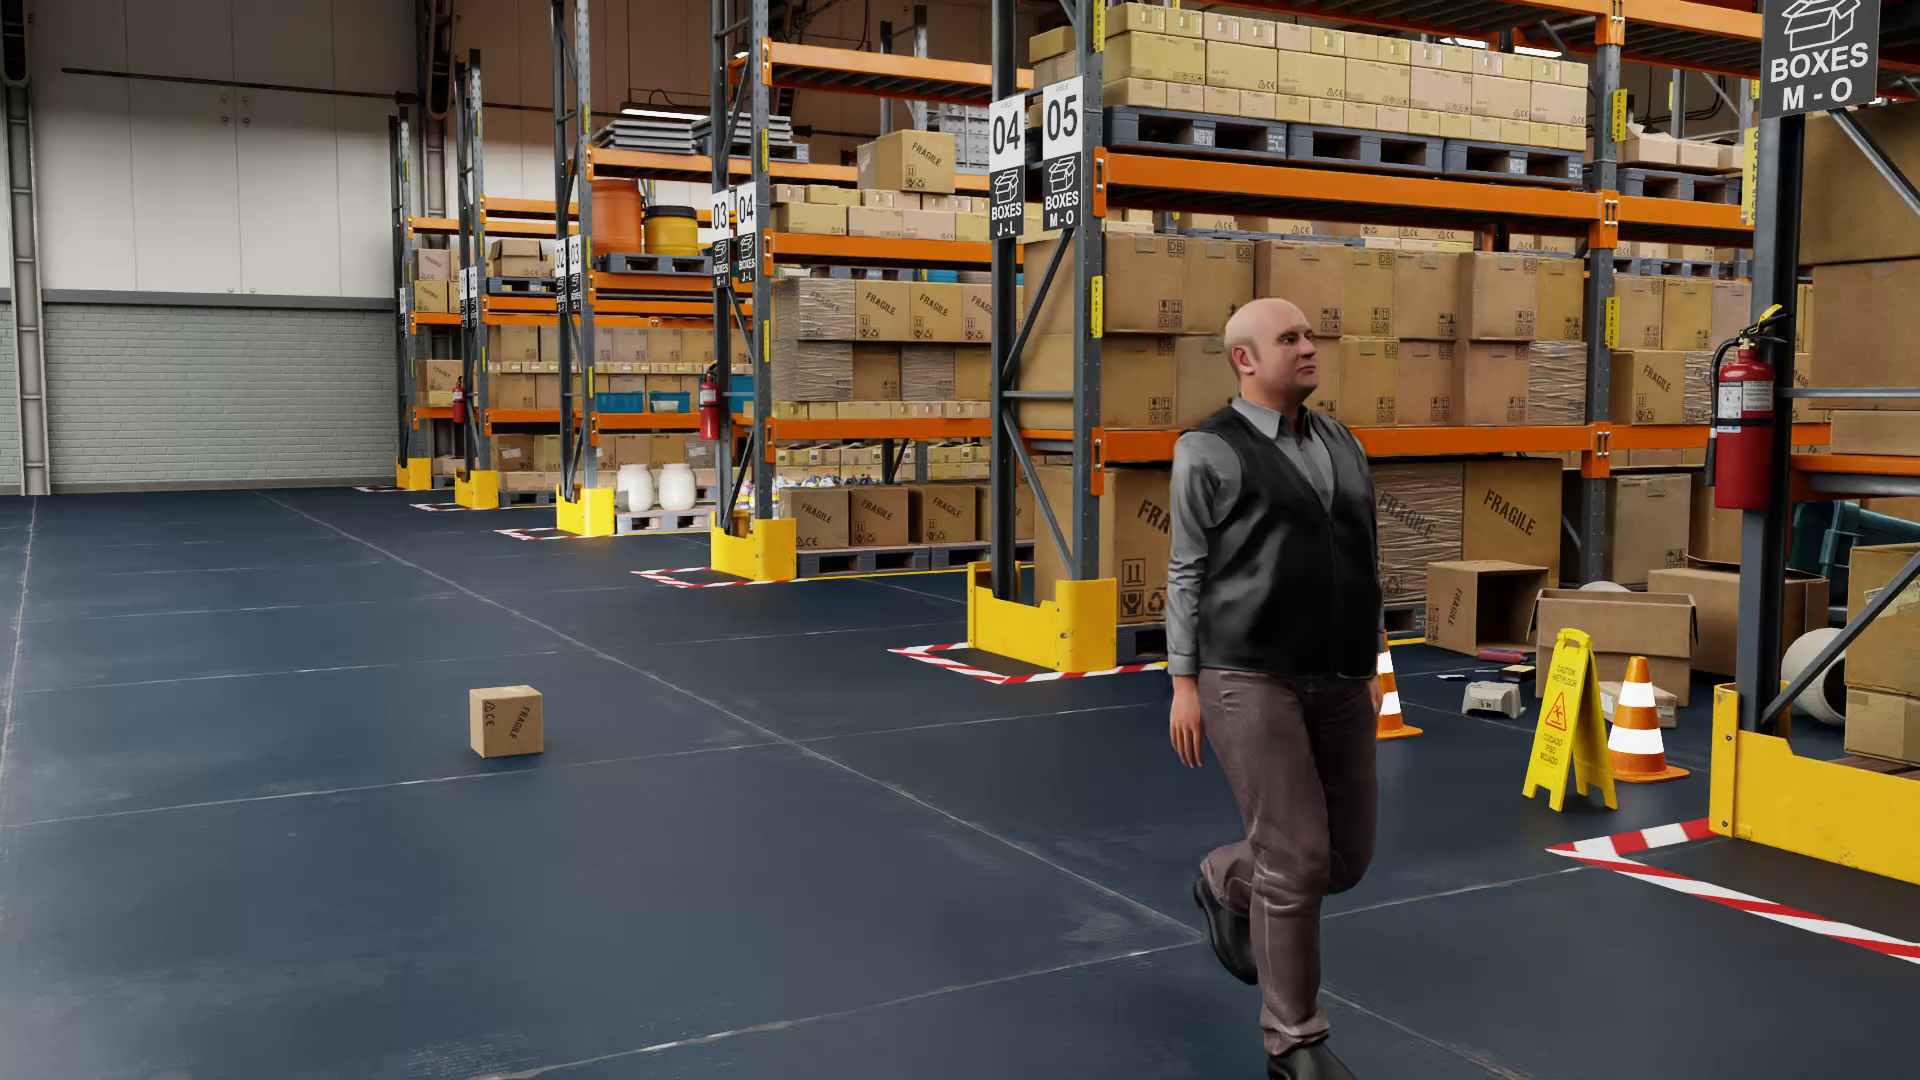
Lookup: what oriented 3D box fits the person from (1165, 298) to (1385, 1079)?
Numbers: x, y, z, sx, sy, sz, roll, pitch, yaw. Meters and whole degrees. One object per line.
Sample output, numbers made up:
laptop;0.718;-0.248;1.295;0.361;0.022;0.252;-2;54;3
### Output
person;0.715;0.312;3.733;0.543;1.696;0.789;-3;6;-28
